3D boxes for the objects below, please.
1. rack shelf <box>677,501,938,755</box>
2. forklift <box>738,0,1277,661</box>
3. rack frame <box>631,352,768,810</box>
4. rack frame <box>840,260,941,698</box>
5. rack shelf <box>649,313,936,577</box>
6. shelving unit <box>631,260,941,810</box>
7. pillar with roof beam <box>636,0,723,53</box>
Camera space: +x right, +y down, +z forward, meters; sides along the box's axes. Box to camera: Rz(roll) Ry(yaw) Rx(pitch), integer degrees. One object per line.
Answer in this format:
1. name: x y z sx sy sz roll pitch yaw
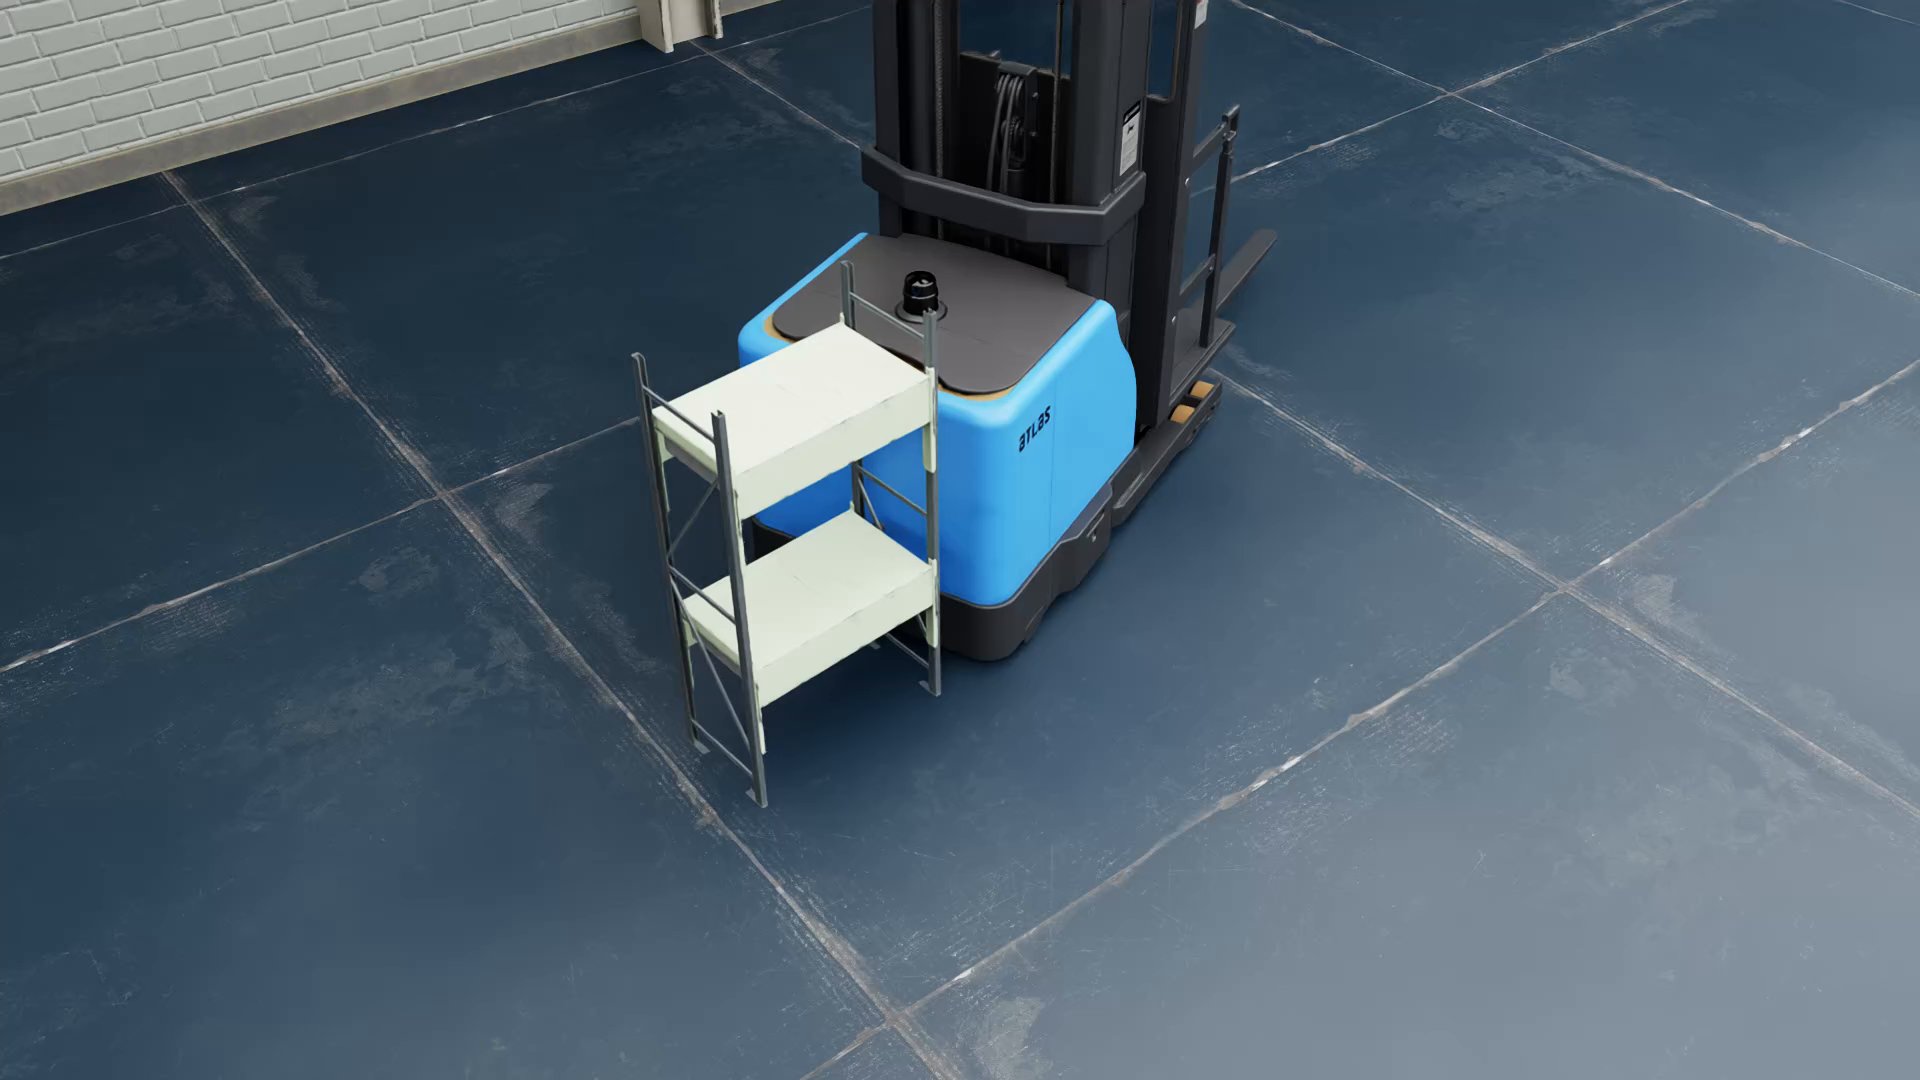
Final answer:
1. rack shelf: -0.478 0.263 5.261 0.720 0.370 0.431 -30 48 -32
2. forklift: 0.421 -1.642 5.941 1.130 2.935 3.031 20 43 22
3. rack frame: -0.747 0.168 4.863 0.023 1.500 0.400 -30 48 -32
4. rack frame: -0.208 -0.146 5.246 0.023 1.500 0.400 -30 48 -32
5. rack shelf: -0.478 -0.291 4.807 0.720 0.370 0.431 -30 48 -32
6. shelving unit: -0.478 0.011 5.054 0.755 1.500 0.431 -30 48 -32
7. pillar with roof beam: 0.966 -4.313 4.412 0.400 9.000 9.100 -26 46 -28
